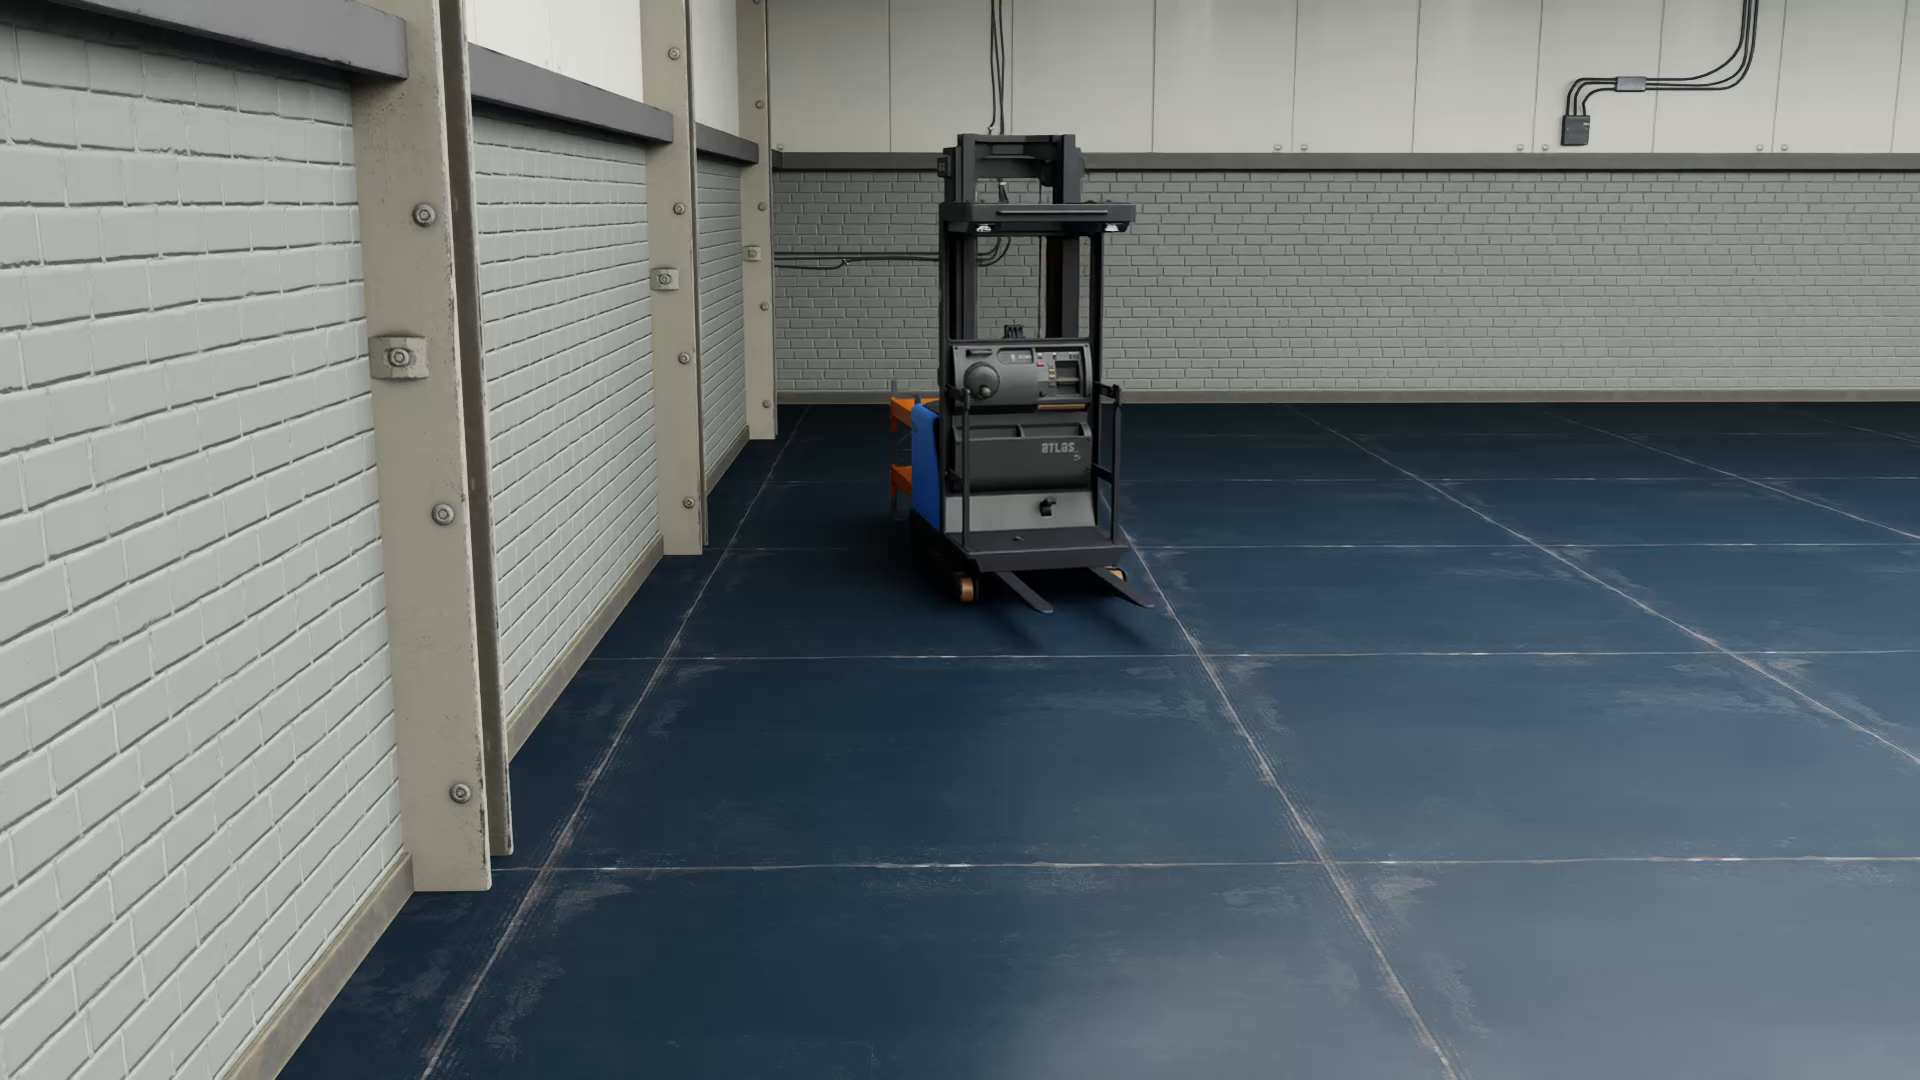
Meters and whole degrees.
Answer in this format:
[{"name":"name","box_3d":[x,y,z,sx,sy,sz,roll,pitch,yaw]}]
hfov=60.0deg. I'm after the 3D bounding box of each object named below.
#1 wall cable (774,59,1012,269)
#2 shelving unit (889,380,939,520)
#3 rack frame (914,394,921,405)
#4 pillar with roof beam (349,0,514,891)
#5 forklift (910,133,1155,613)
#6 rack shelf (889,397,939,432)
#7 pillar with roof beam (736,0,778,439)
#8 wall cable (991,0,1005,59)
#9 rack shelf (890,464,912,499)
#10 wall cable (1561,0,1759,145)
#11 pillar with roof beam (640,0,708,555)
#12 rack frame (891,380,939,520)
[{"name":"wall cable","box_3d":[-0.894,-4.605,20.436,3.097,2.526,0.112,0,11,-1]},{"name":"shelving unit","box_3d":[-0.194,-0.624,12.805,0.538,1.125,1.048,-2,12,-12]},{"name":"rack frame","box_3d":[-0.086,-0.525,12.318,0.500,1.125,0.032,-2,12,-12]},{"name":"pillar with roof beam","box_3d":[2.397,-3.168,5.543,9.100,9.000,0.400,0,11,-1]},{"name":"forklift","box_3d":[0.458,-1.116,10.691,1.130,2.935,3.031,-3,12,-13]},{"name":"rack shelf","box_3d":[-0.194,-0.911,12.746,0.538,0.278,1.000,-2,12,-12]},{"name":"pillar with roof beam","box_3d":[2.149,-5.554,17.301,9.100,9.000,0.400,0,11,-1]},{"name":"wall cable","box_3d":[1.811,-7.091,19.988,3.097,2.526,0.112,0,11,-1]},{"name":"rack shelf","box_3d":[-0.194,-0.384,12.853,0.538,0.278,1.000,-2,12,-12]},{"name":"wall cable","box_3d":[8.598,-7.830,19.966,2.305,6.003,0.169,0,11,-1]},{"name":"pillar with roof beam","box_3d":[2.273,-4.361,11.422,9.100,9.000,0.400,0,11,-1]},{"name":"rack frame","box_3d":[-0.301,-0.723,13.291,0.500,1.125,0.032,-2,12,-12]}]
